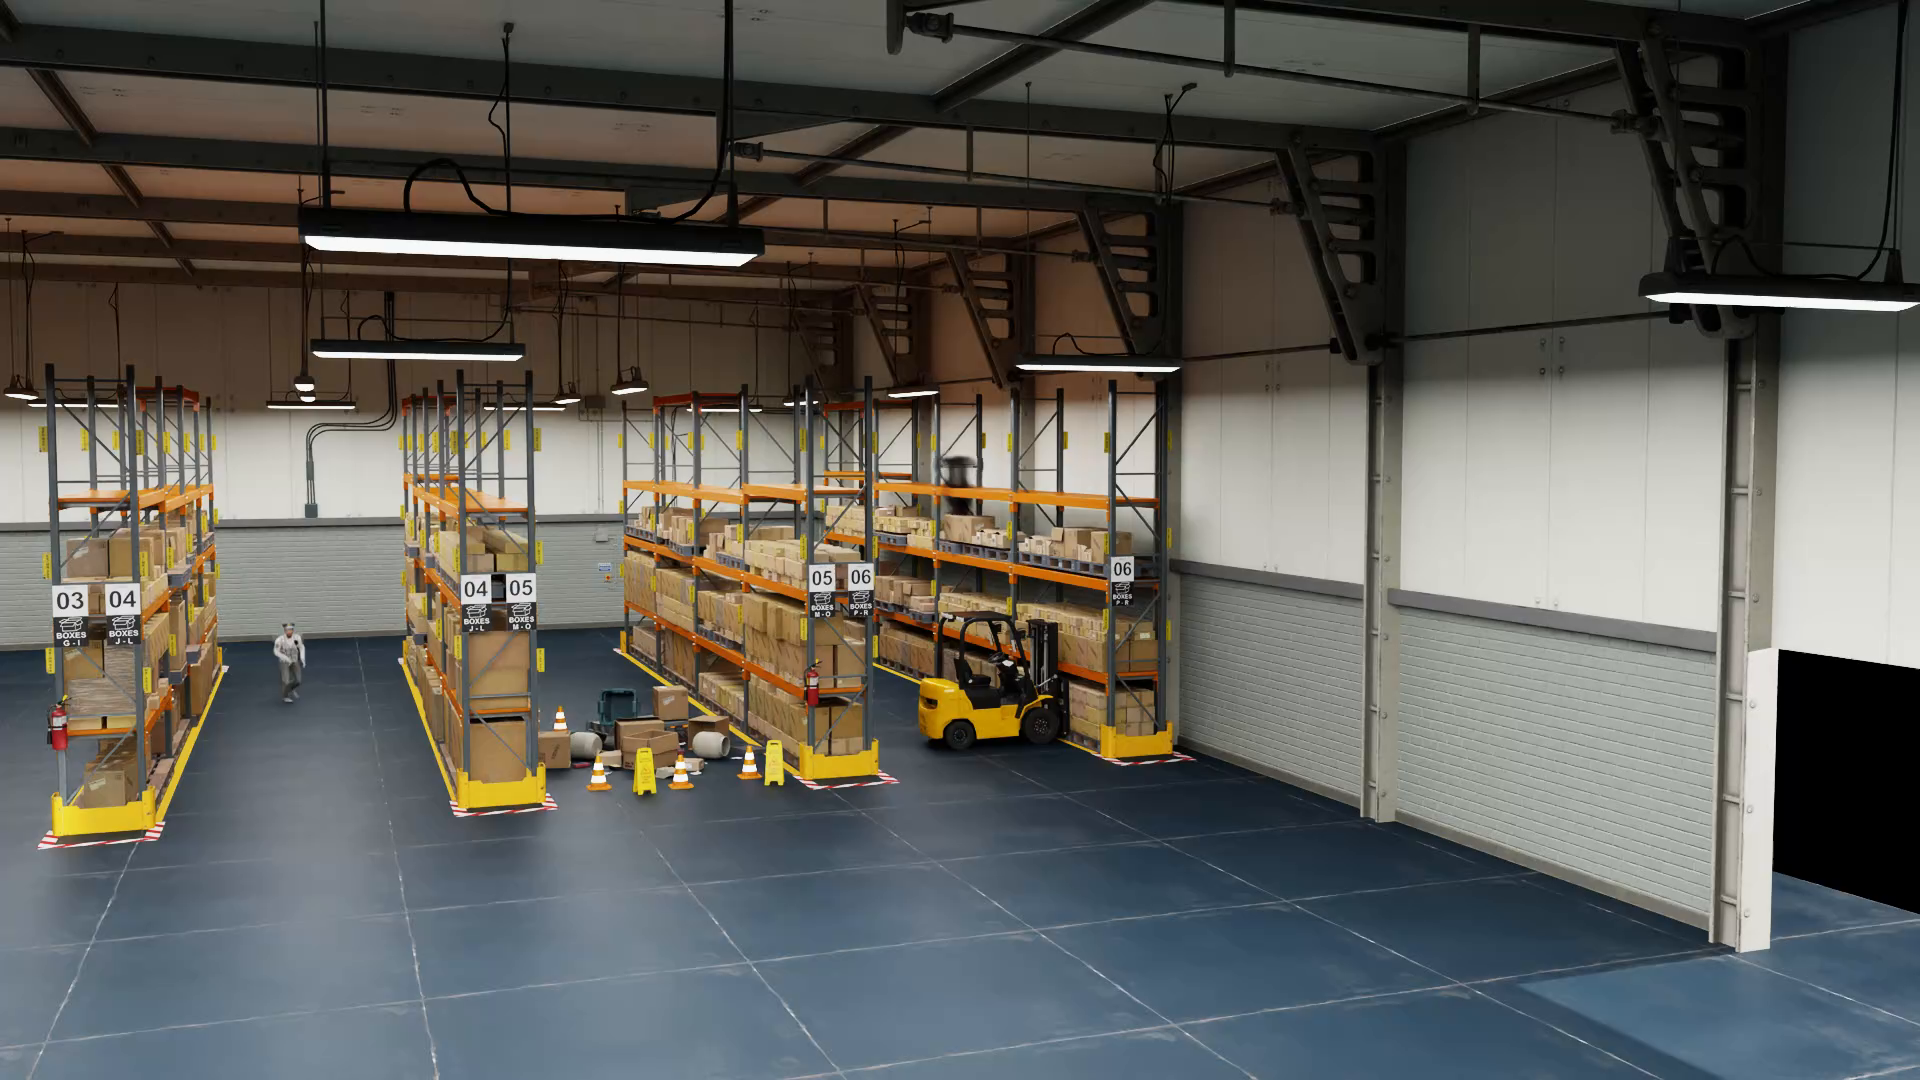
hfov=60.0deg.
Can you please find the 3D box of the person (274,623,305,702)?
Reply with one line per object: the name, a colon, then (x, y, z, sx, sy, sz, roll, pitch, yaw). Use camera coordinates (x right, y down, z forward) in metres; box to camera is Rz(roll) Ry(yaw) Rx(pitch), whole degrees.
person: (-12.919, 2.349, 32.023, 0.598, 1.574, 0.728, -3, 4, -37)
